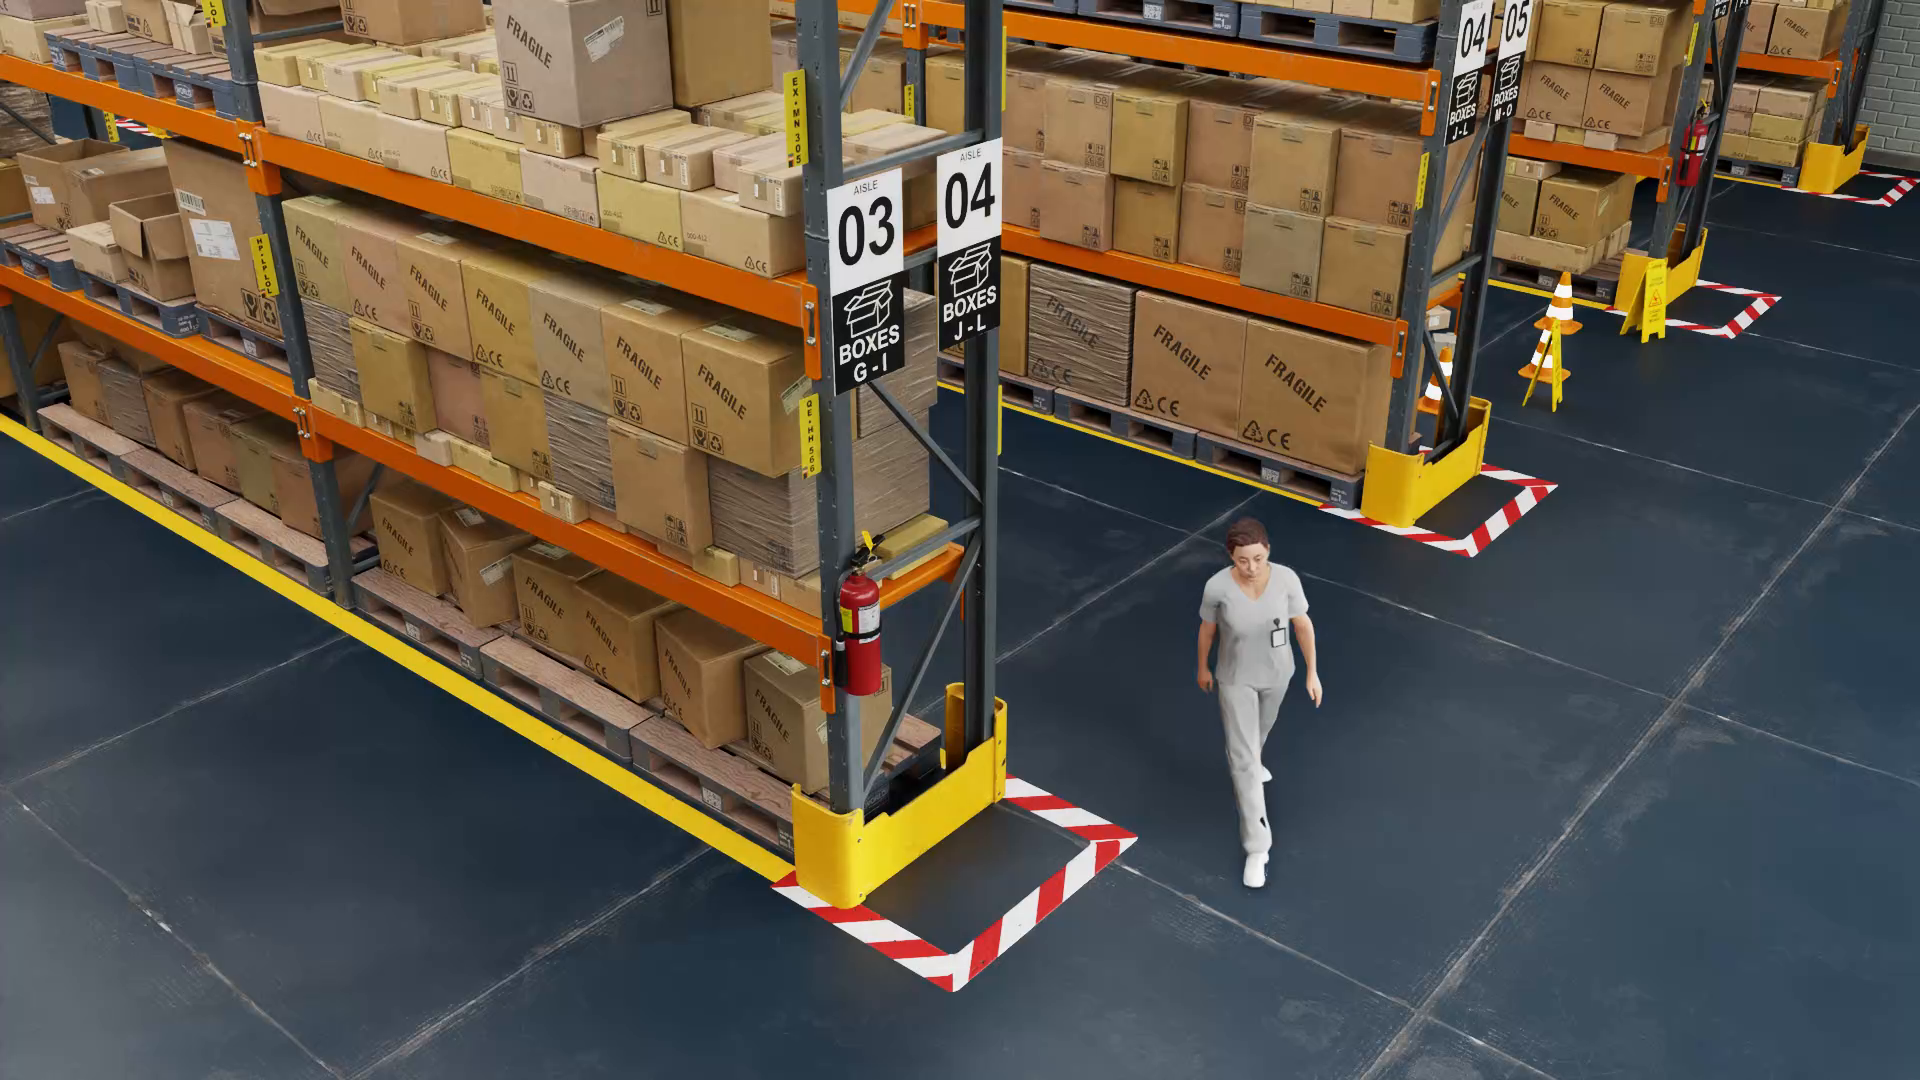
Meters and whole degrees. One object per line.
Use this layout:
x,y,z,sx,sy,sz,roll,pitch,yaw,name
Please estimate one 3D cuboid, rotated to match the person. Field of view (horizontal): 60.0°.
1.341,0.616,7.450,0.527,1.606,1.008,-6,28,-11,person
